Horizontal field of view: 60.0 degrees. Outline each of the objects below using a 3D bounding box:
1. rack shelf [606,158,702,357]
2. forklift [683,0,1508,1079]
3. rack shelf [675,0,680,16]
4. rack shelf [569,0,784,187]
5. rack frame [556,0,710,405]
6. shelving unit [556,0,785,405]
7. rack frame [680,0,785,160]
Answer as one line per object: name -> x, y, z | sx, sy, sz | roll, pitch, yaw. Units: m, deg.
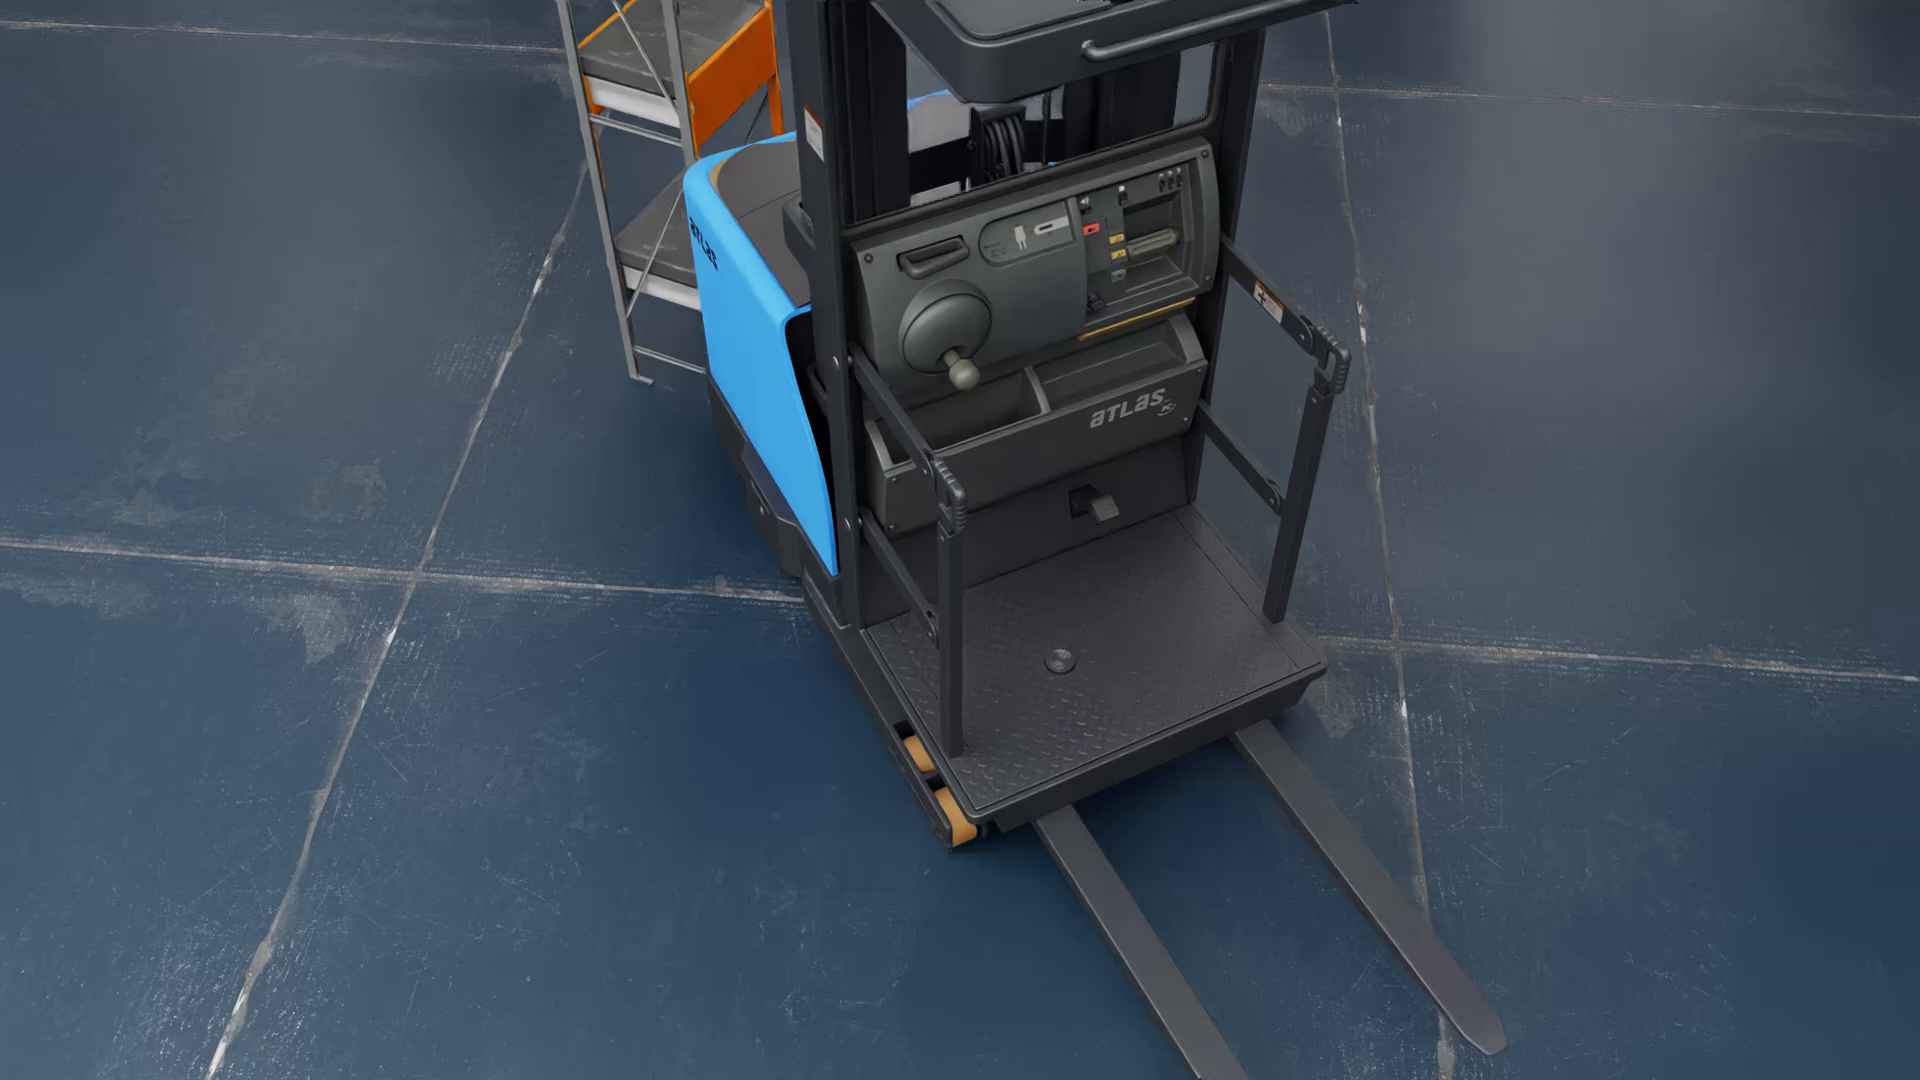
rack shelf -> -0.854, -0.893, 5.611 | 0.431, 0.518, 0.480 | 19, 50, 17
forklift -> 0.298, -0.546, 3.764 | 1.130, 2.935, 3.031 | -20, 51, -18
rack shelf -> -0.854, -1.838, 4.578 | 0.431, 0.518, 0.480 | 19, 50, 17
rack shelf -> -0.854, -1.365, 5.094 | 0.431, 0.518, 0.480 | 19, 50, 17
rack frame -> -0.960, -1.212, 4.936 | 0.400, 2.100, 0.015 | 19, 50, 17
shelving unit -> -0.854, -1.374, 5.084 | 0.431, 2.100, 0.503 | 19, 50, 17
rack frame -> -0.749, -1.537, 5.233 | 0.400, 2.100, 0.015 | 19, 50, 17
